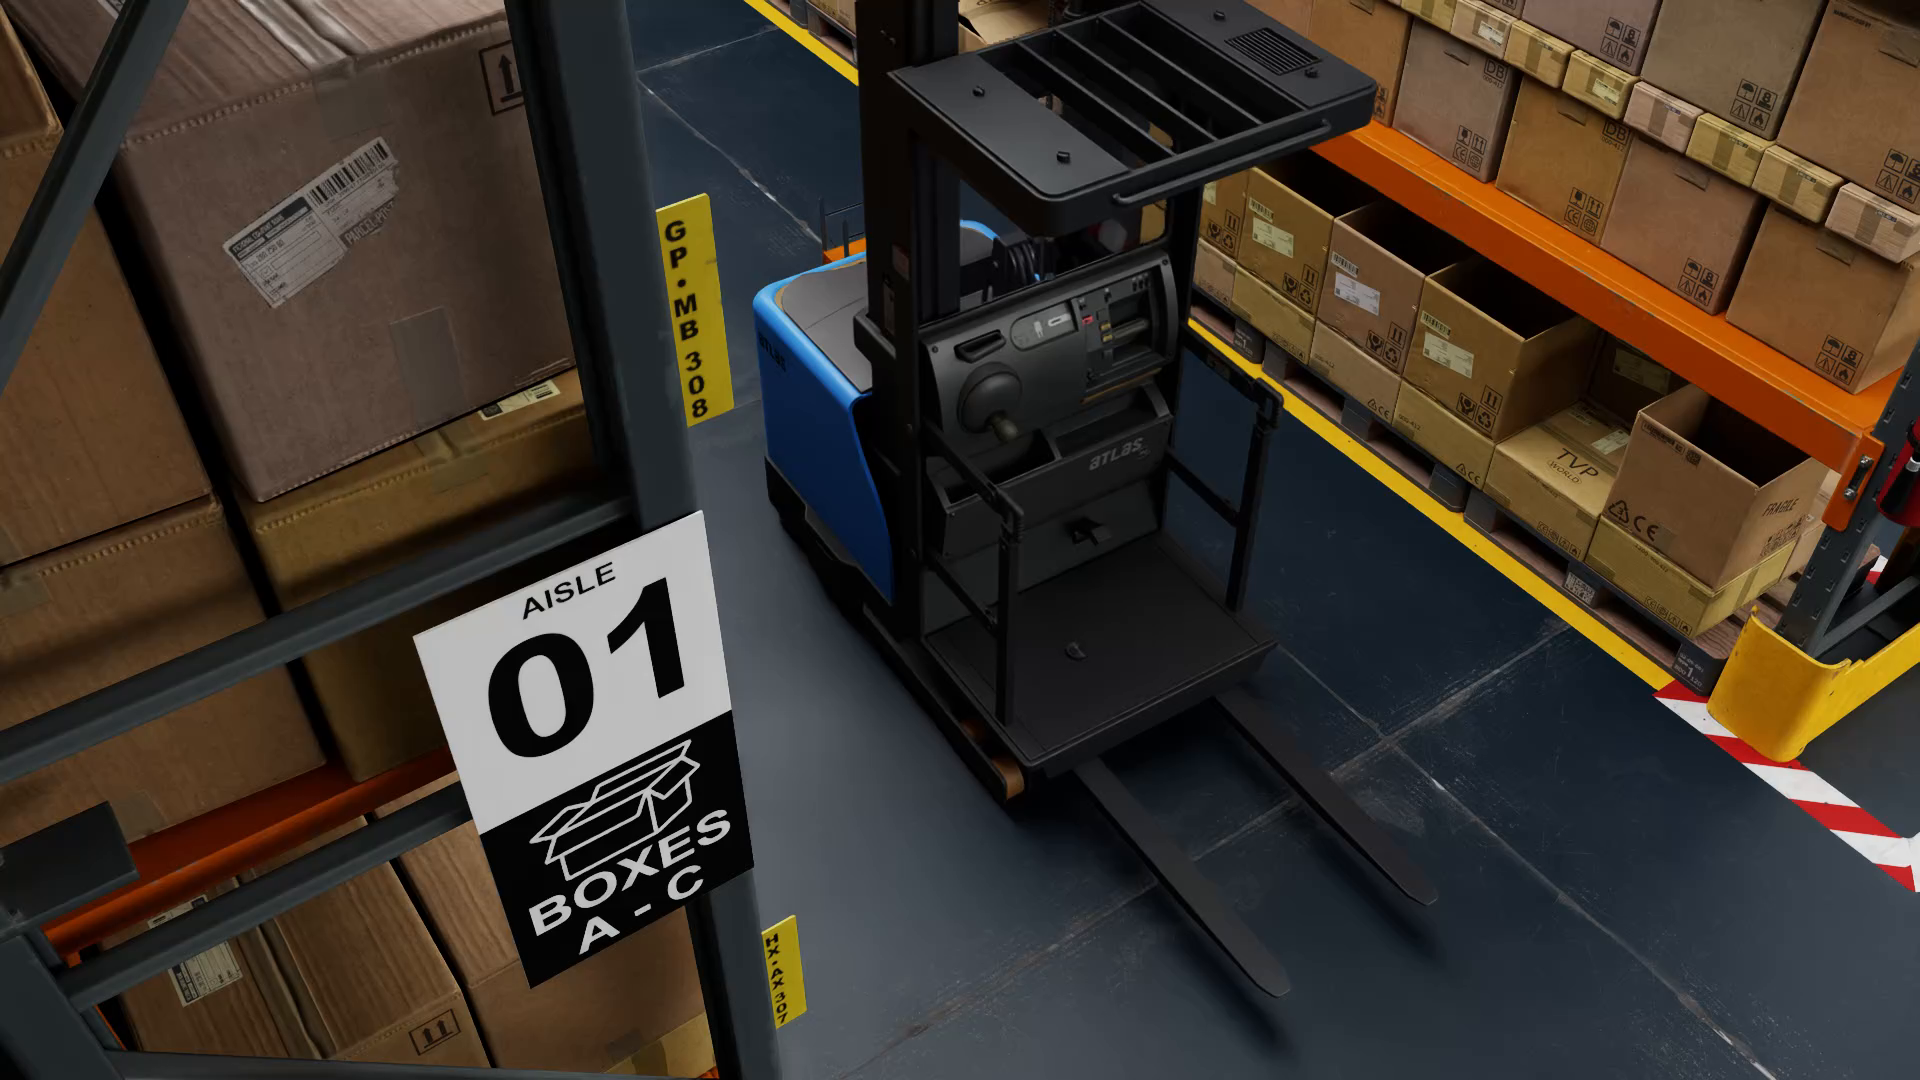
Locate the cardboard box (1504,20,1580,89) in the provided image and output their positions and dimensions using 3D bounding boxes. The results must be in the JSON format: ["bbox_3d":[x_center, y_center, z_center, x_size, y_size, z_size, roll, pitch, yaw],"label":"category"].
[{"bbox_3d":[2.160,-1.761,5.880,0.380,0.149,0.250,-24,49,-23],"label":"cardboard box"}]

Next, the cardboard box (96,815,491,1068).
[{"bbox_3d":[-1.228,0.935,3.149,0.500,0.500,0.500,-26,50,-25],"label":"cardboard box"}]

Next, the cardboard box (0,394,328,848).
[{"bbox_3d":[-1.231,0.078,2.237,0.500,0.500,0.500,-22,48,-22],"label":"cardboard box"}]

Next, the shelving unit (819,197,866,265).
[{"bbox_3d":[-0.391,-0.867,6.789,0.258,1.200,0.189,-24,48,-23],"label":"shelving unit"}]

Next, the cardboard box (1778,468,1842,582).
[{"bbox_3d":[3.152,-0.165,6.438,0.500,0.250,0.500,-26,49,-24],"label":"cardboard box"}]

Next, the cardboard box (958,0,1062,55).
[{"bbox_3d":[0.219,-2.650,8.635,0.500,0.311,0.500,-24,49,-23],"label":"cardboard box"}]

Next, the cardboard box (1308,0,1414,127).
[{"bbox_3d":[1.838,-2.087,6.692,0.700,0.500,0.500,-25,49,-24],"label":"cardboard box"}]

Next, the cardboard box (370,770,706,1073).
[{"bbox_3d":[-0.811,0.729,3.365,0.500,0.500,0.500,-26,49,-24],"label":"cardboard box"}]

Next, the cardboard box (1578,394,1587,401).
[{"bbox_3d":[2.578,-0.730,7.030,0.500,0.250,0.500,-26,49,-24],"label":"cardboard box"}]

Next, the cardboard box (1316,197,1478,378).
[{"bbox_3d":[1.857,-1.075,6.848,0.500,0.500,0.500,-26,49,-24],"label":"cardboard box"}]

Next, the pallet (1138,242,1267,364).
[{"bbox_3d":[1.409,-1.406,8.070,1.003,0.211,1.213,-26,49,-24],"label":"pallet"}]

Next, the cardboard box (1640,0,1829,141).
[{"bbox_3d":[2.684,-1.717,5.364,0.700,0.500,0.500,-27,50,-25],"label":"cardboard box"}]

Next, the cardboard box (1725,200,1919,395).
[{"bbox_3d":[3.020,-0.922,5.471,0.700,0.500,0.500,-26,49,-24],"label":"cardboard box"}]

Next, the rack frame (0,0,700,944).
[{"bbox_3d":[-0.784,-0.827,1.100,1.000,3.000,0.127,-26,49,-24],"label":"rack frame"}]

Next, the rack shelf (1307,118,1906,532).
[{"bbox_3d":[2.133,-1.489,6.658,1.077,0.370,4.000,-26,49,-24],"label":"rack shelf"}]

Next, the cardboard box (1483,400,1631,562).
[{"bbox_3d":[2.432,-0.239,6.515,0.500,0.250,0.500,-26,49,-24],"label":"cardboard box"}]

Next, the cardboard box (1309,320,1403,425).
[{"bbox_3d":[1.860,-0.806,7.109,0.500,0.250,0.500,-26,49,-24],"label":"cardboard box"}]

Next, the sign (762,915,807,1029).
[{"bbox_3d":[-0.339,0.815,3.097,0.100,0.325,0.005,-26,49,-24],"label":"sign"}]

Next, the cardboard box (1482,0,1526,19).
[{"bbox_3d":[2.109,-2.286,5.960,0.700,0.500,0.500,-26,49,-24],"label":"cardboard box"}]

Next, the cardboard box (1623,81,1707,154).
[{"bbox_3d":[2.462,-1.464,5.569,0.380,0.149,0.250,-25,49,-24],"label":"cardboard box"}]

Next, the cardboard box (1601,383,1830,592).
[{"bbox_3d":[2.726,-0.231,5.964,0.500,0.500,0.500,-26,49,-24],"label":"cardboard box"}]

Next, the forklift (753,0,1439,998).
[{"bbox_3d":[0.424,-0.531,5.184,1.130,2.935,3.031,-24,48,-23],"label":"forklift"}]

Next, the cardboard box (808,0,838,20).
[{"bbox_3d":[-0.651,-3.316,9.738,0.500,0.250,0.500,-27,50,-25],"label":"cardboard box"}]

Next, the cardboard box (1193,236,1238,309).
[{"bbox_3d":[1.287,-1.372,7.702,0.500,0.250,0.500,-26,49,-24],"label":"cardboard box"}]

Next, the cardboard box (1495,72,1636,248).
[{"bbox_3d":[2.436,-1.501,6.078,0.700,0.500,0.500,-25,49,-24],"label":"cardboard box"}]

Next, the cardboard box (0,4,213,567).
[{"bbox_3d":[-1.245,-0.288,1.897,0.500,0.500,0.500,-24,48,-23],"label":"cardboard box"}]

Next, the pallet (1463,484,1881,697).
[{"bbox_3d":[2.805,-0.024,6.623,1.003,0.211,1.213,-26,49,-24],"label":"pallet"}]

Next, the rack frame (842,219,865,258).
[{"bbox_3d":[-0.342,-0.813,6.733,0.240,1.200,0.006,-24,48,-23],"label":"rack frame"}]

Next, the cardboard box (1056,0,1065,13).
[{"bbox_3d":[0.674,-2.860,8.855,0.500,0.311,0.500,-26,50,-25],"label":"cardboard box"}]

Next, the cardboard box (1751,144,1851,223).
[{"bbox_3d":[2.751,-1.176,5.268,0.380,0.149,0.250,-25,49,-23],"label":"cardboard box"}]

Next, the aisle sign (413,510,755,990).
[{"bbox_3d":[-0.497,0.324,2.355,0.394,0.787,0.004,-26,49,-24],"label":"aisle sign"}]

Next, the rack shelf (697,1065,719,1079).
[{"bbox_3d":[-1.928,0.470,4.606,1.077,0.370,4.000,-26,49,-24],"label":"rack shelf"}]

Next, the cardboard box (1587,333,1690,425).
[{"bbox_3d":[2.865,-0.719,6.475,0.500,0.500,0.500,-26,49,-24],"label":"cardboard box"}]

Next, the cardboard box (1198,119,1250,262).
[{"bbox_3d":[1.289,-1.644,7.444,0.500,0.500,0.500,-26,49,-24],"label":"cardboard box"}]

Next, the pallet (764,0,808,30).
[{"bbox_3d":[-0.861,-3.657,10.428,1.003,0.211,1.213,-26,49,-24],"label":"pallet"}]

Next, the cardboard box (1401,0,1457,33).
[{"bbox_3d":[1.872,-2.048,6.181,0.380,0.149,0.250,-26,49,-25],"label":"cardboard box"}]

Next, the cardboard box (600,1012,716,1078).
[{"bbox_3d":[-0.803,0.988,3.637,0.500,0.250,0.500,-27,50,-26],"label":"cardboard box"}]
